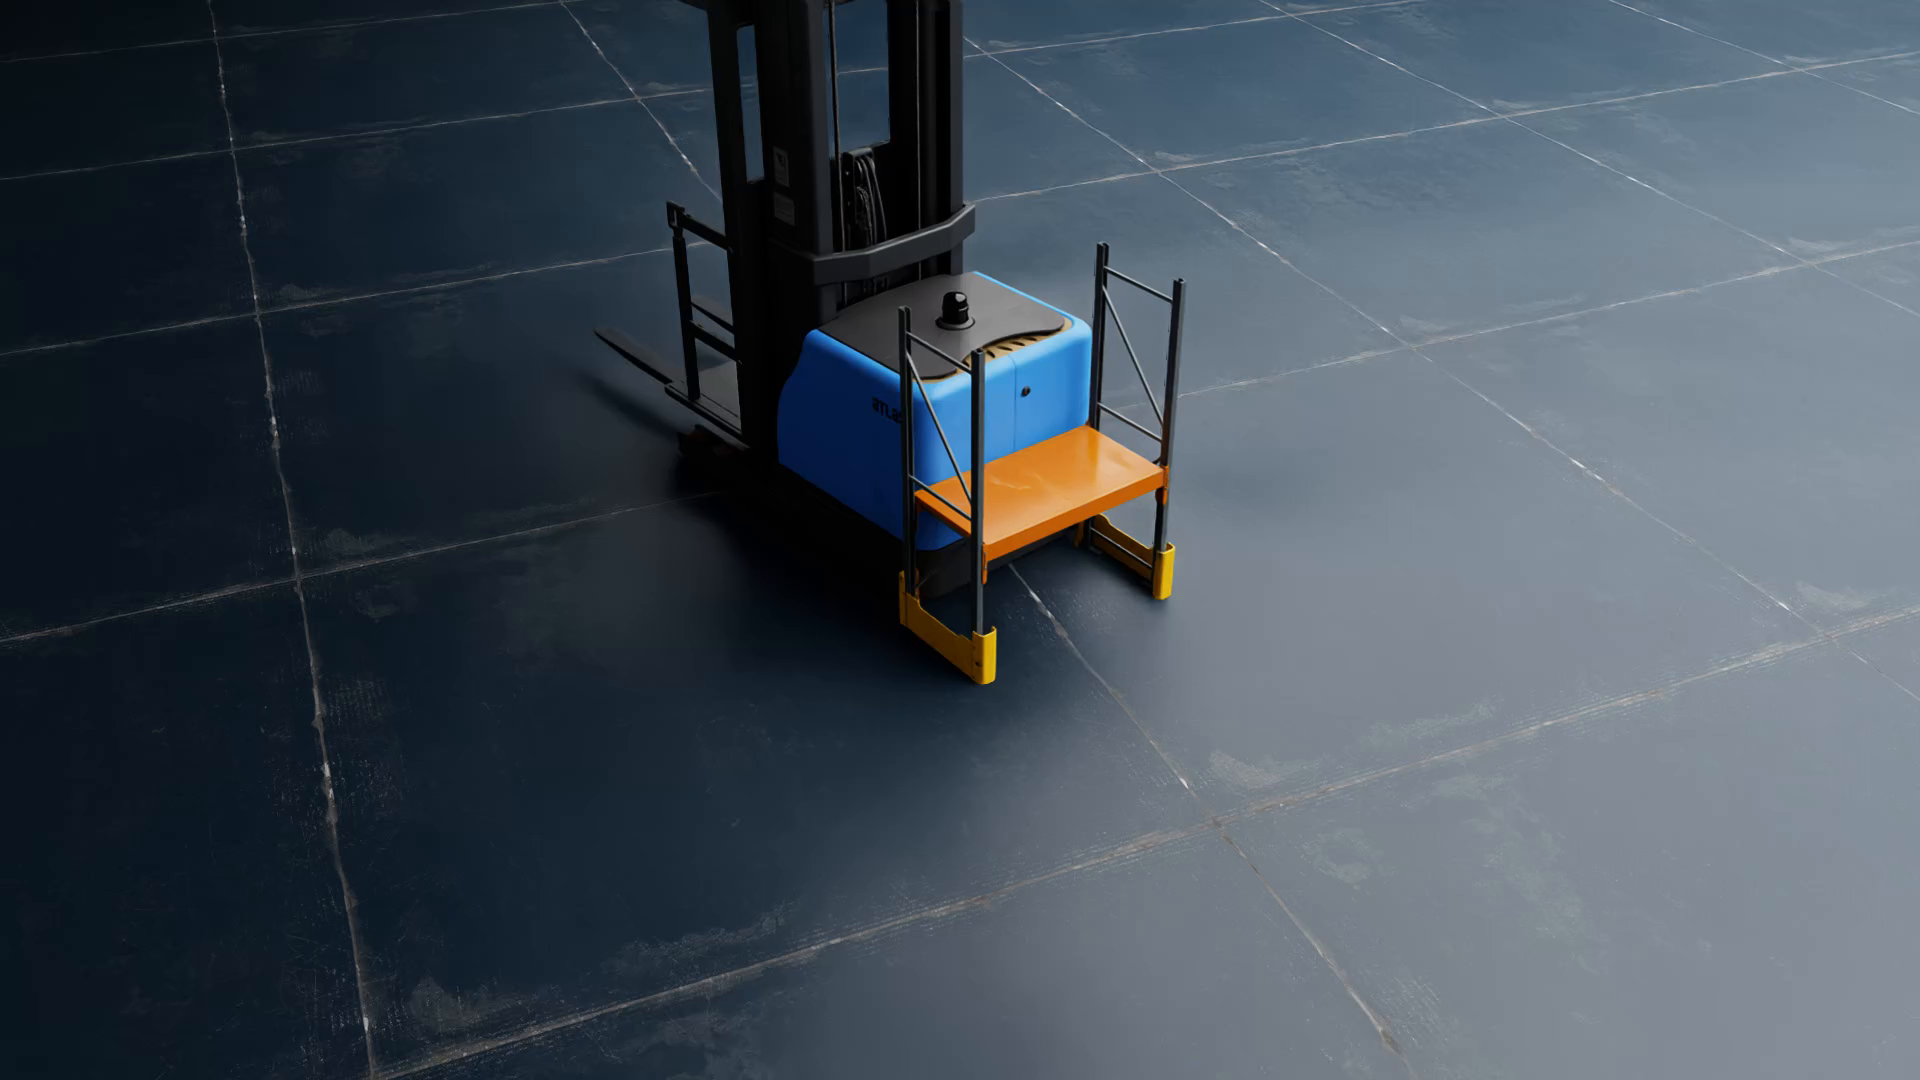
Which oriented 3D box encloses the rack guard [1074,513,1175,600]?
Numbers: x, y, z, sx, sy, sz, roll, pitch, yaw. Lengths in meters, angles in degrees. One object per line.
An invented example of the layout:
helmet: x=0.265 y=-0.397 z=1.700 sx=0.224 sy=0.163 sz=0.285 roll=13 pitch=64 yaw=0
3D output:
rack guard: x=0.732 y=0.026 z=7.481 sx=0.087 sy=0.250 sz=0.587 roll=-23 pitch=39 yaw=-31

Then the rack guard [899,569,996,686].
rack guard: x=-0.057 y=0.358 z=6.971 sx=0.087 sy=0.250 sz=0.587 roll=-23 pitch=39 yaw=-31

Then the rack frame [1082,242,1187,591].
rack frame: x=0.733 y=-0.498 z=7.140 sx=0.032 sy=1.500 sz=0.500 roll=-23 pitch=39 yaw=-31

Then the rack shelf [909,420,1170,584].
rack shelf: x=0.330 y=-0.178 z=6.978 sx=1.000 sy=0.185 sz=0.538 roll=-23 pitch=39 yaw=-31

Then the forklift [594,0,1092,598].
forklift: x=-0.758 y=-1.698 z=7.672 sx=1.130 sy=2.935 sz=3.031 roll=-26 pitch=41 yaw=-34

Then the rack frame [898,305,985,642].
rack frame: x=-0.072 y=-0.160 z=6.620 sx=0.032 sy=1.500 sz=0.500 roll=-23 pitch=39 yaw=-31

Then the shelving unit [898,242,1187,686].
shelving unit: x=0.337 y=-0.332 z=6.885 sx=1.083 sy=1.500 sz=0.587 roll=-23 pitch=39 yaw=-31
